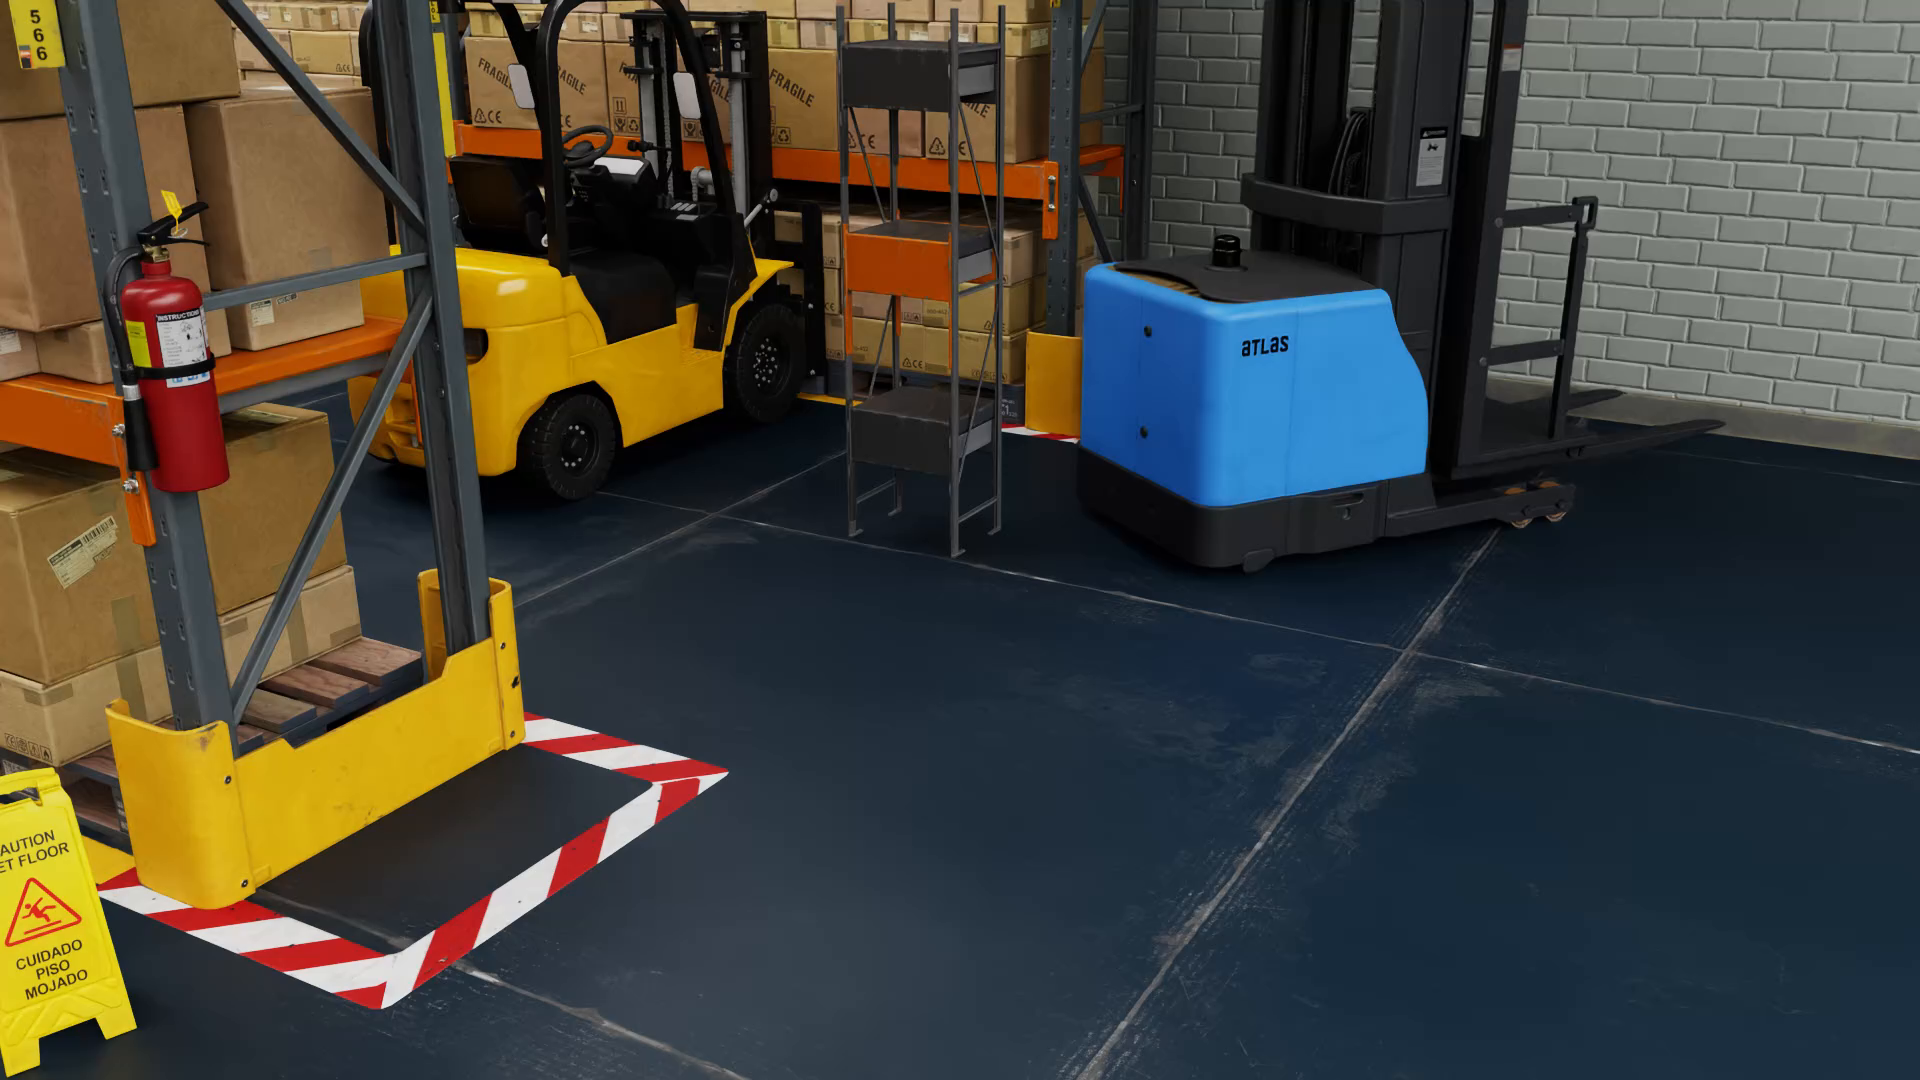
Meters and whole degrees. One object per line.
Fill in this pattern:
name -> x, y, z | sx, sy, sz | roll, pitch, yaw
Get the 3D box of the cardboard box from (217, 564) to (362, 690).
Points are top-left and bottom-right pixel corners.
cardboard box -> -2.266, 0.233, 5.240 | 0.500, 0.250, 0.500 | 11, 22, 27

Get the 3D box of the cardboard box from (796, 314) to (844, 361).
cardboard box -> -0.706, -1.184, 9.147 | 0.500, 0.250, 0.500 | 11, 23, 28

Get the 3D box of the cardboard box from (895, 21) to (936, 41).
cardboard box -> -0.153, -2.545, 8.384 | 0.250, 0.149, 0.380 | 11, 23, 28

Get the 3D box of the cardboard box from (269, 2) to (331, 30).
cardboard box -> -4.093, -3.292, 10.444 | 0.250, 0.149, 0.380 | 10, 22, 26

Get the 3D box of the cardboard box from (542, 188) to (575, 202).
cardboard box -> -2.061, -1.902, 9.660 | 0.500, 0.250, 0.500 | 11, 23, 27

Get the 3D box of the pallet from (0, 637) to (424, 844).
pallet -> -2.455, 0.507, 5.158 | 1.213, 0.211, 1.003 | 11, 23, 27

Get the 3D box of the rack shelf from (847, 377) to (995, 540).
rack shelf -> -0.145, -0.344, 6.826 | 0.480, 0.518, 0.431 | 11, 23, 27

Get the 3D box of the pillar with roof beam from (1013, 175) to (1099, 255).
pillar with roof beam -> -1.547, -4.047, 4.824 | 0.400, 9.000, 9.100 | 11, 23, 27

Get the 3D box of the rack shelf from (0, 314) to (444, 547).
rack shelf -> -3.443, -0.640, 5.285 | 4.000, 0.370, 1.077 | 11, 23, 27

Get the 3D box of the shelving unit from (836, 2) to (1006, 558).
shelving unit -> -0.145, -1.015, 6.583 | 0.503, 2.100, 0.431 | 11, 23, 27

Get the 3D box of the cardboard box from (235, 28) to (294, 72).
cardboard box -> -4.221, -3.129, 10.580 | 0.500, 0.250, 0.500 | 11, 23, 28

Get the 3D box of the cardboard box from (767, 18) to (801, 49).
cardboard box -> -0.851, -2.656, 8.691 | 0.250, 0.149, 0.380 | 11, 23, 28

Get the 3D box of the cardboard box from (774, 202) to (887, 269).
cardboard box -> -0.728, -1.647, 8.955 | 0.500, 0.250, 0.500 | 11, 23, 28

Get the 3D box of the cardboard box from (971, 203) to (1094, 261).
cardboard box -> 0.393, -1.635, 8.924 | 0.500, 0.250, 0.500 | 10, 22, 26

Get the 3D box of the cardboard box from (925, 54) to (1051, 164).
cardboard box -> 0.163, -2.174, 8.314 | 0.500, 0.500, 0.500 | 10, 22, 26

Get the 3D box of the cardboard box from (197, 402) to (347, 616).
cardboard box -> -2.287, -0.123, 5.122 | 0.500, 0.500, 0.500 | 10, 22, 26

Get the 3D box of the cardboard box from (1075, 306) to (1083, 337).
cardboard box -> 0.387, -1.169, 9.104 | 0.500, 0.250, 0.500 | 11, 23, 28

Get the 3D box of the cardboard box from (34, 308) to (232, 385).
cardboard box -> -2.128, -0.526, 4.285 | 0.250, 0.149, 0.380 | 12, 23, 29

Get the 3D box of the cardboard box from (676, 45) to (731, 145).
cardboard box -> -1.177, -2.429, 9.016 | 0.500, 0.500, 0.500 | 11, 23, 28

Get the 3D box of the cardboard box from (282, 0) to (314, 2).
cardboard box -> -4.282, -3.531, 11.102 | 0.250, 0.149, 0.380 | 11, 23, 28

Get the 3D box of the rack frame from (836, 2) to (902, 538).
rack frame -> -0.358, -1.055, 6.695 | 0.015, 2.100, 0.400 | 11, 23, 27

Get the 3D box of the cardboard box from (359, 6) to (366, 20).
cardboard box -> -3.412, -3.169, 10.105 | 0.250, 0.149, 0.380 | 10, 22, 27

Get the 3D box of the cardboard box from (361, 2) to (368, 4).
cardboard box -> -3.633, -3.402, 10.746 | 0.250, 0.149, 0.380 | 11, 22, 27

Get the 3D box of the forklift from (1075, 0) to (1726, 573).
forklift -> 2.049, -1.582, 6.927 | 3.031, 2.935, 1.130 | -10, 22, -25

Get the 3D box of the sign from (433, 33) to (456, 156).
sign -> -1.432, -1.214, 4.544 | 0.005, 0.325, 0.100 | 11, 23, 27

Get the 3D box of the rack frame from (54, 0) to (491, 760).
rack frame -> -1.697, -0.645, 4.246 | 0.127, 3.000, 1.000 | 11, 23, 27

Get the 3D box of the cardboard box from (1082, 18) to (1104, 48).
cardboard box -> 0.551, -2.609, 8.562 | 0.250, 0.149, 0.380 | 10, 22, 26

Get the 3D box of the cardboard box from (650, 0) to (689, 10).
cardboard box -> -1.475, -2.949, 9.061 | 0.250, 0.149, 0.380 | 11, 23, 27

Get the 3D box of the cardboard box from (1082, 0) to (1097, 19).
cardboard box -> 0.531, -2.735, 8.472 | 0.250, 0.149, 0.380 | 10, 22, 26

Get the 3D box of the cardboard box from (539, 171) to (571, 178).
cardboard box -> -2.248, -2.140, 10.315 | 0.500, 0.250, 0.500 | 11, 23, 28

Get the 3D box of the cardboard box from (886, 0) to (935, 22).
cardboard box -> -0.167, -2.680, 8.319 | 0.250, 0.149, 0.380 | 11, 23, 28

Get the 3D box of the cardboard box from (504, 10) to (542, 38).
cardboard box -> -2.395, -2.967, 9.548 | 0.250, 0.149, 0.380 | 11, 23, 29

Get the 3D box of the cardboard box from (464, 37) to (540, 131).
cardboard box -> -2.512, -2.684, 9.720 | 0.500, 0.500, 0.500 | 10, 22, 26

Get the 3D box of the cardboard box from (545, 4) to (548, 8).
cardboard box -> -2.139, -3.083, 9.432 | 0.250, 0.149, 0.380 | 10, 22, 26

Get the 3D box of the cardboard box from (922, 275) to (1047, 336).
cardboard box -> 0.143, -1.252, 8.600 | 0.500, 0.250, 0.500 | 10, 22, 27

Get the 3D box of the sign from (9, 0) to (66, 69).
sign -> -1.985, -1.176, 3.548 | 0.005, 0.325, 0.100 | 11, 23, 27

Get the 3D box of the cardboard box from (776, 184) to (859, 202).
cardboard box -> -0.920, -1.891, 9.628 | 0.500, 0.250, 0.500 | 10, 22, 26

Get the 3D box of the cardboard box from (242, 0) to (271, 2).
cardboard box -> -4.723, -3.439, 10.850 | 0.250, 0.149, 0.380 | 11, 23, 27

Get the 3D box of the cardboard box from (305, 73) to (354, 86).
cardboard box -> -3.781, -2.806, 10.423 | 0.500, 0.250, 0.500 | 11, 22, 27

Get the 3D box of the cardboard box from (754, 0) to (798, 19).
cardboard box -> -0.858, -2.795, 8.637 | 0.250, 0.149, 0.380 | 11, 23, 28

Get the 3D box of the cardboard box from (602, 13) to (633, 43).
cardboard box -> -1.746, -2.825, 9.156 | 0.250, 0.149, 0.380 | 11, 22, 27
